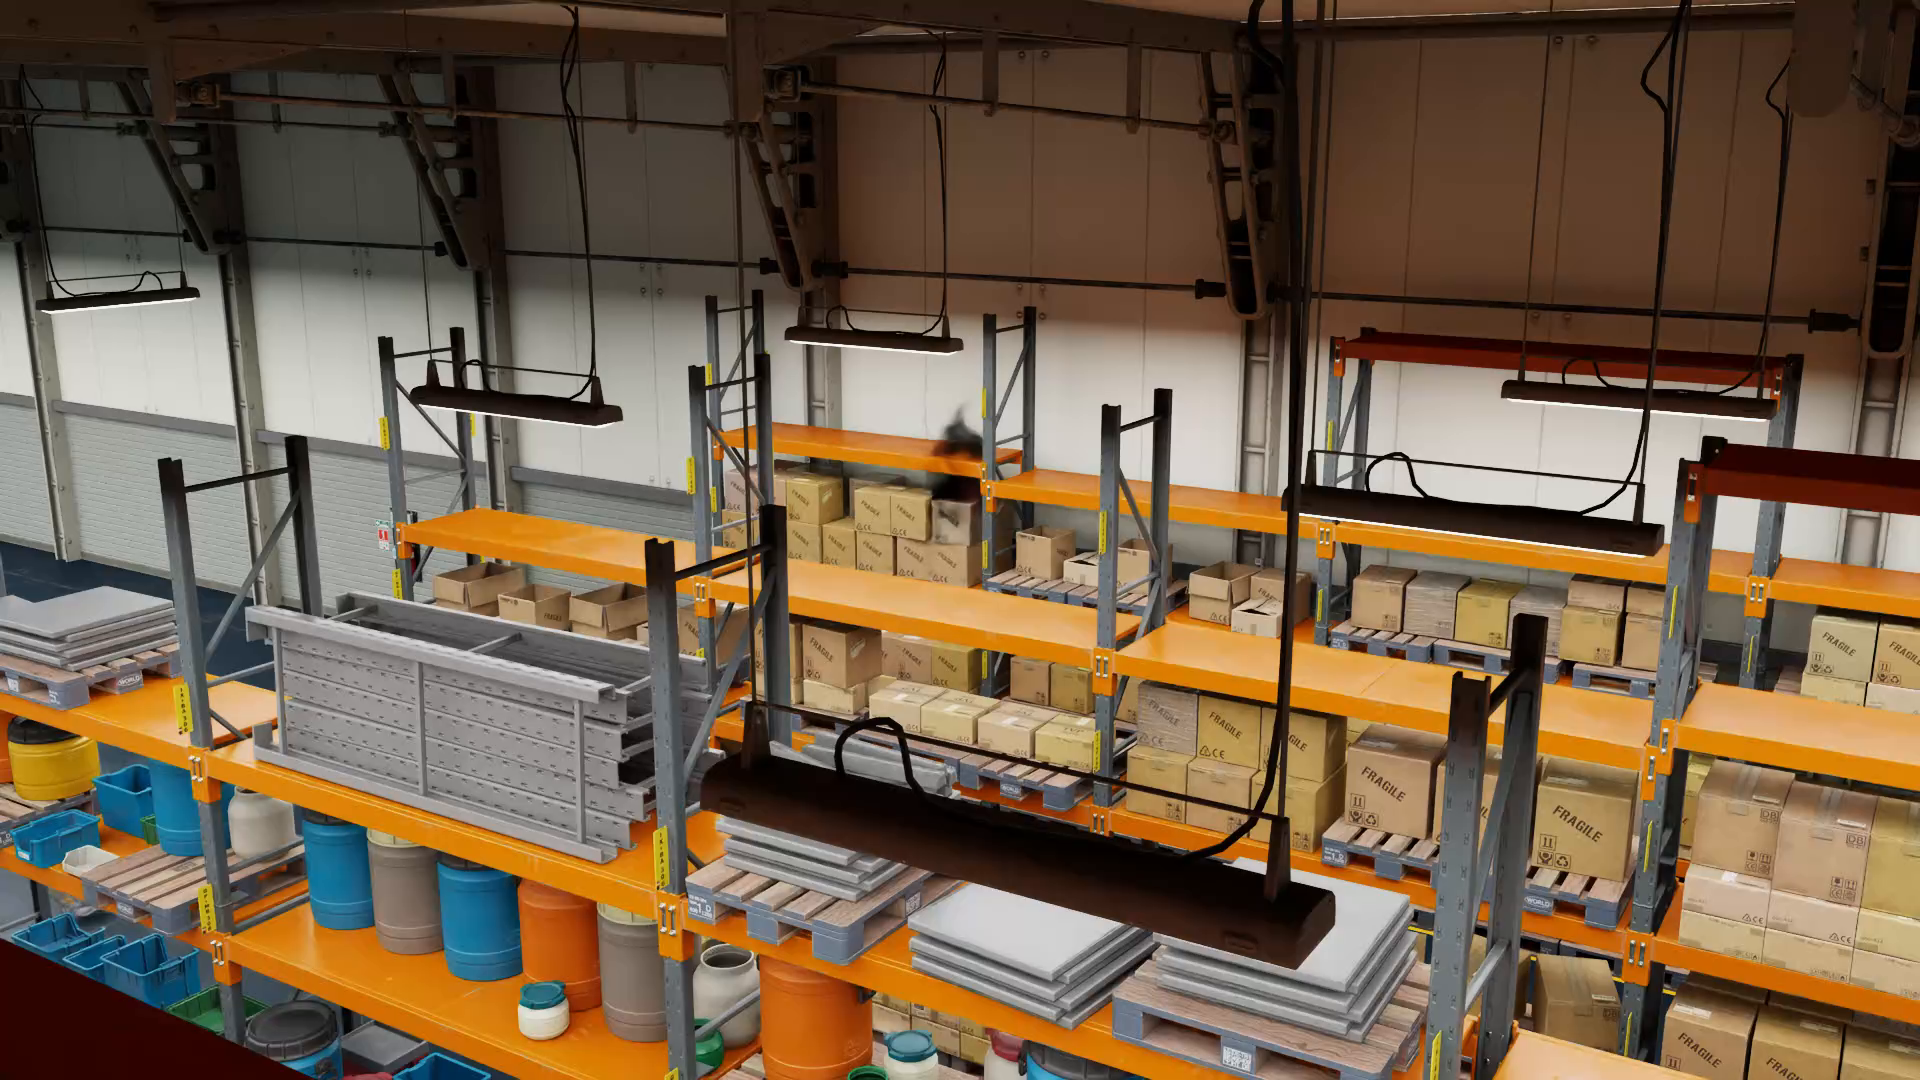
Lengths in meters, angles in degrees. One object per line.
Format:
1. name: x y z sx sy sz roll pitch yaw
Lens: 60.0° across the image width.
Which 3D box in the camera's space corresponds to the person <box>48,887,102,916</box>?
1. person: -9.226 3.138 17.047 0.677 1.699 0.581 -8 16 -30
